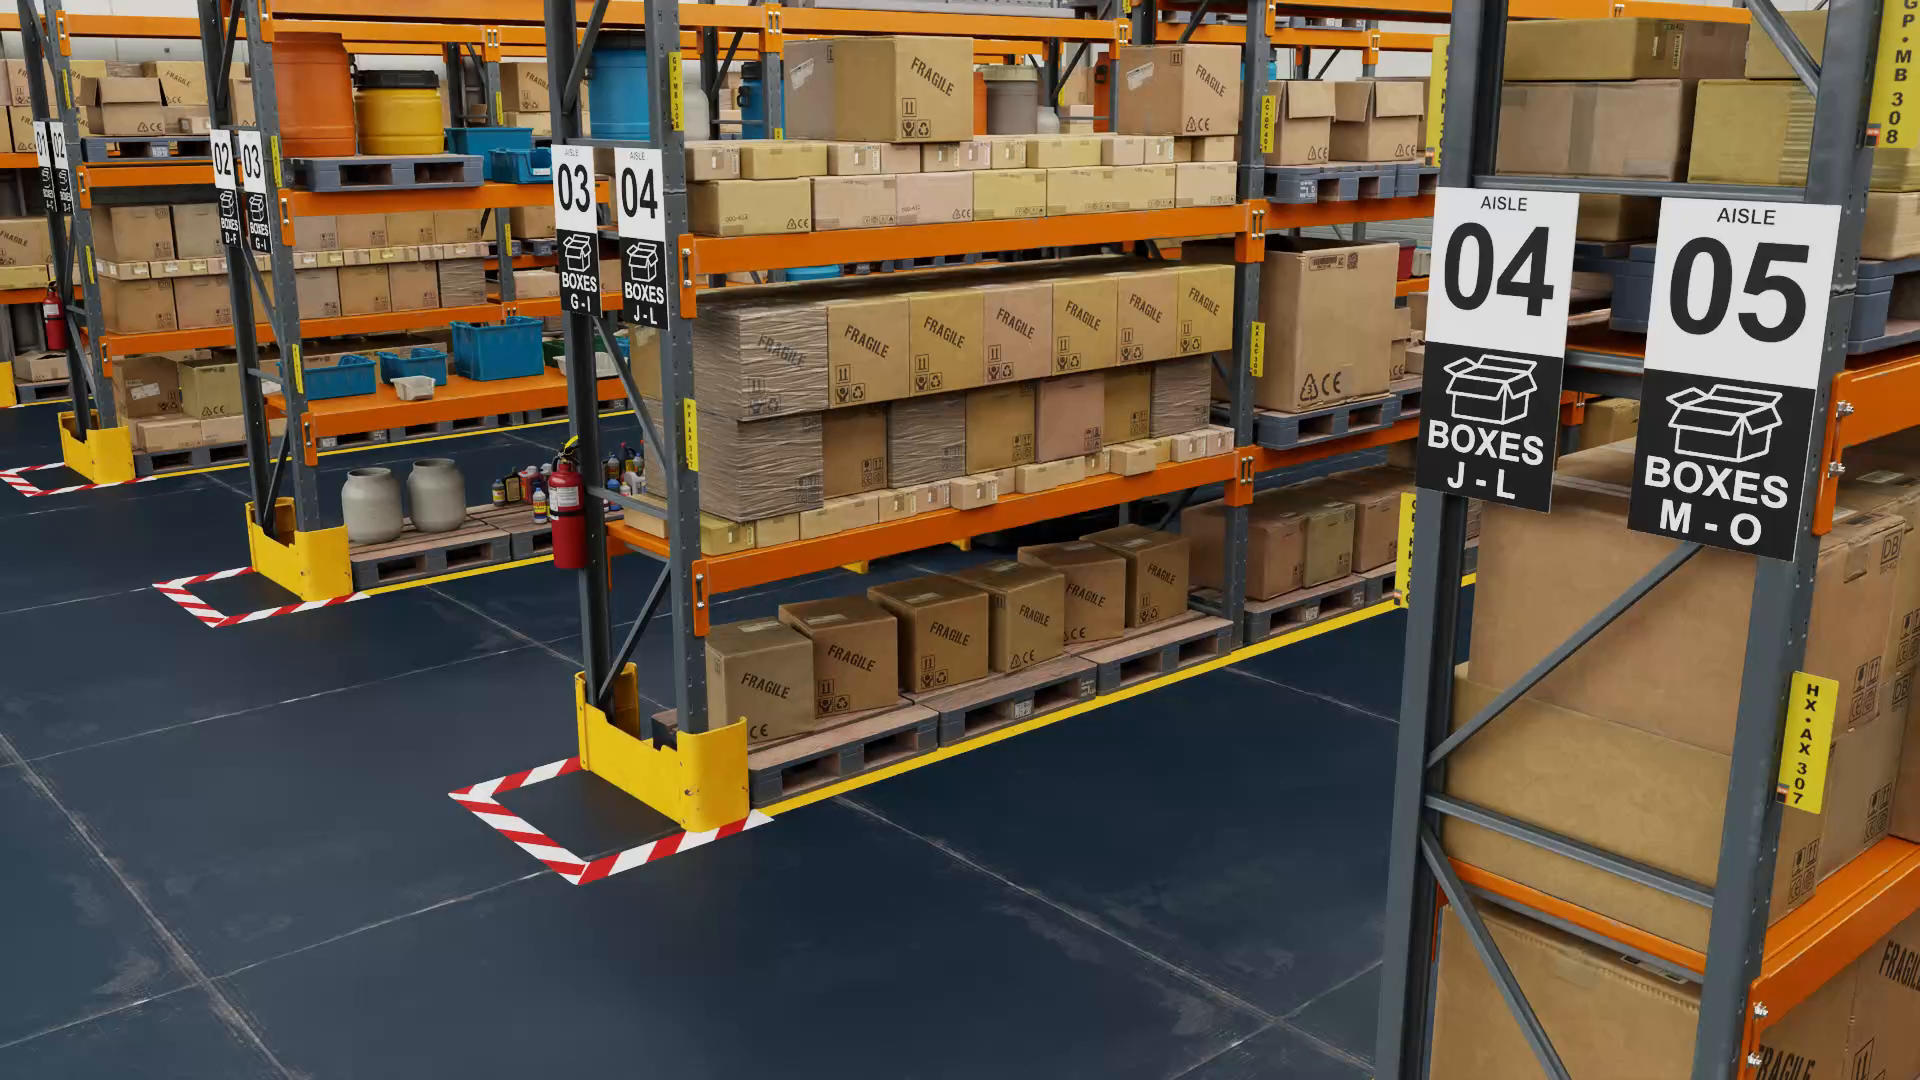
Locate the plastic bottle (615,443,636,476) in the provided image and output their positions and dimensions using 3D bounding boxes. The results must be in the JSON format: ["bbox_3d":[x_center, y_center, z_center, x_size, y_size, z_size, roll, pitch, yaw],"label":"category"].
[{"bbox_3d":[-2.836,-0.653,14.161,0.185,0.351,0.144,-14,20,-42],"label":"plastic bottle"}]

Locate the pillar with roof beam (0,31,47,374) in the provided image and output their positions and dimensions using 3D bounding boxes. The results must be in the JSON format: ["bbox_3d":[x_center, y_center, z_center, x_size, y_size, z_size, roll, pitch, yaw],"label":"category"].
[{"bbox_3d":[-8.547,-5.406,16.052,0.400,9.000,9.100,-13,19,-39],"label":"pillar with roof beam"}]

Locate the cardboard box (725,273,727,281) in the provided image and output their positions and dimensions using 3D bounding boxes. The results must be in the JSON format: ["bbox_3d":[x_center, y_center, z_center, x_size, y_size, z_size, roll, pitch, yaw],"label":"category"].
[{"bbox_3d":[-2.846,-3.294,19.940,0.500,0.311,0.500,-13,20,-40],"label":"cardboard box"}]

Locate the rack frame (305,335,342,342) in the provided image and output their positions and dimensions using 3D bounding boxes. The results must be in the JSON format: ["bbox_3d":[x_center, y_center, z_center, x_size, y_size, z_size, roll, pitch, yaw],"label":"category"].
[{"bbox_3d":[-8.316,-3.736,21.426,0.127,3.000,1.000,-13,19,-39],"label":"rack frame"}]

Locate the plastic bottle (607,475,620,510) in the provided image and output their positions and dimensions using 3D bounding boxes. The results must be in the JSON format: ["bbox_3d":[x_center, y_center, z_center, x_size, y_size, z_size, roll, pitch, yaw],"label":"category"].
[{"bbox_3d":[-2.771,-0.380,13.296,0.097,0.271,0.097,0,15,0],"label":"plastic bottle"}]

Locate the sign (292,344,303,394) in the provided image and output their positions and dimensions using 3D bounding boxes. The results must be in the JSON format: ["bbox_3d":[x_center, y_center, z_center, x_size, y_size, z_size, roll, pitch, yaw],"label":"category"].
[{"bbox_3d":[-4.472,-1.156,11.229,0.005,0.325,0.100,-13,19,-39],"label":"sign"}]

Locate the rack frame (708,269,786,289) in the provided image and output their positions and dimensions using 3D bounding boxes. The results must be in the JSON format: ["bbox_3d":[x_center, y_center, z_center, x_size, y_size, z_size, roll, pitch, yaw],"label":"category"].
[{"bbox_3d":[-1.813,-1.808,14.205,0.127,3.000,1.000,-13,19,-39],"label":"rack frame"}]

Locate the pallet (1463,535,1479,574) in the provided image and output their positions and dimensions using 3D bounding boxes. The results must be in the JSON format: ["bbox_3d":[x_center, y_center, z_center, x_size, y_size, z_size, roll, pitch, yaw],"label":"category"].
[{"bbox_3d":[3.866,-0.042,12.998,1.213,0.211,1.003,-13,19,-39],"label":"pallet"}]

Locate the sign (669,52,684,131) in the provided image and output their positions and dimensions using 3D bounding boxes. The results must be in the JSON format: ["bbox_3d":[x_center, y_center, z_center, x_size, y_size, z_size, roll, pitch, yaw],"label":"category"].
[{"bbox_3d":[-1.223,-1.932,7.164,0.005,0.325,0.100,-13,19,-39],"label":"sign"}]

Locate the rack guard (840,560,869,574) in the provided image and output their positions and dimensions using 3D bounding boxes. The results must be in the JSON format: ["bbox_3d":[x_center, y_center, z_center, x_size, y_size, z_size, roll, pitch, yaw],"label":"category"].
[{"bbox_3d":[-0.890,0.070,12.504,0.087,0.250,0.587,-12,19,-38],"label":"rack guard"}]

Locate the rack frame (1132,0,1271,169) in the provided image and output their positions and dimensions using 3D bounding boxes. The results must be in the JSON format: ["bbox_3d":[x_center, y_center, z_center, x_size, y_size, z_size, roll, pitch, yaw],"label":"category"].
[{"bbox_3d":[1.439,-3.742,9.821,0.127,3.000,1.000,-13,19,-39],"label":"rack frame"}]

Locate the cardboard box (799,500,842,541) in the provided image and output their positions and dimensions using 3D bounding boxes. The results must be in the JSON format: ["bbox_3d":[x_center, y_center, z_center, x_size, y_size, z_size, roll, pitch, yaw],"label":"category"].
[{"bbox_3d":[-0.808,-0.124,8.390,0.250,0.149,0.380,-13,19,-39],"label":"cardboard box"}]

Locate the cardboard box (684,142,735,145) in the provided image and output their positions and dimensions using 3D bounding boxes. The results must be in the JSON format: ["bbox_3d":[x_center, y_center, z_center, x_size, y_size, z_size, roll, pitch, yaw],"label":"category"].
[{"bbox_3d":[-1.301,-1.864,8.123,0.250,0.149,0.380,-13,20,-41],"label":"cardboard box"}]

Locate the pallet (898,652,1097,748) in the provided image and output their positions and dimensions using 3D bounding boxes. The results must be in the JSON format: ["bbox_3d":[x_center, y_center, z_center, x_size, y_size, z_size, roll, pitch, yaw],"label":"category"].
[{"bbox_3d":[0.034,0.832,9.726,1.213,0.211,1.003,-13,19,-39],"label":"pallet"}]

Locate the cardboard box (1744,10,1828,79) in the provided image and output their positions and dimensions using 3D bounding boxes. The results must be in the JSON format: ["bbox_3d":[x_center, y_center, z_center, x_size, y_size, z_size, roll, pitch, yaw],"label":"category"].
[{"bbox_3d":[2.061,-1.142,3.835,0.250,0.149,0.380,-12,19,-39],"label":"cardboard box"}]

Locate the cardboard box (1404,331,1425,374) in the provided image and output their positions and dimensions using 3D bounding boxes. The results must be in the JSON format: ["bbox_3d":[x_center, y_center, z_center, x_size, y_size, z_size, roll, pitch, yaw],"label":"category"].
[{"bbox_3d":[3.375,-1.324,11.841,0.258,0.266,0.396,-13,20,-41],"label":"cardboard box"}]

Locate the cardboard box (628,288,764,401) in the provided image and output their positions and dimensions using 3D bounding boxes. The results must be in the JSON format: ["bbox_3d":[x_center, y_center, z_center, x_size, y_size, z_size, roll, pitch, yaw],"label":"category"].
[{"bbox_3d":[-1.326,-0.982,8.407,0.500,0.500,0.500,-13,19,-39],"label":"cardboard box"}]

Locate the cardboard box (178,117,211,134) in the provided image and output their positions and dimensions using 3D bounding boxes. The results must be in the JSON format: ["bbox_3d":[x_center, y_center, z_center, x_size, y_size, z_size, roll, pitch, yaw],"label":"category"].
[{"bbox_3d":[-7.076,-3.858,15.472,0.250,0.149,0.380,-13,19,-39],"label":"cardboard box"}]

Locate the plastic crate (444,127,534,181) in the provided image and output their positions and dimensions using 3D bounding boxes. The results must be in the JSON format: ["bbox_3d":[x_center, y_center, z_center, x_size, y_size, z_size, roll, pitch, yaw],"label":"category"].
[{"bbox_3d":[-3.589,-2.953,12.712,0.575,0.384,0.392,-13,19,-39],"label":"plastic crate"}]

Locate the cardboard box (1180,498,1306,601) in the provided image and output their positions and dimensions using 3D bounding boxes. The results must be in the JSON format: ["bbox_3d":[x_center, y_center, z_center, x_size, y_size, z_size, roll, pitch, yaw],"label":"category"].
[{"bbox_3d":[1.916,0.052,11.235,0.700,0.500,0.500,14,21,43],"label":"cardboard box"}]

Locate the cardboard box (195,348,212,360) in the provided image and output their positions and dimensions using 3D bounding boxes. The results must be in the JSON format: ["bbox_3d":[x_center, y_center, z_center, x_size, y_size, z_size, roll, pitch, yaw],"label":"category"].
[{"bbox_3d":[-9.536,-2.305,20.737,0.380,0.149,0.250,14,20,42],"label":"cardboard box"}]

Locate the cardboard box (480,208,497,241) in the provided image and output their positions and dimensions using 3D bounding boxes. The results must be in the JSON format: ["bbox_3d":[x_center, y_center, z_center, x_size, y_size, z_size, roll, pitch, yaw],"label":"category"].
[{"bbox_3d":[-6.572,-4.378,22.781,0.500,0.500,0.700,-13,19,-39],"label":"cardboard box"}]

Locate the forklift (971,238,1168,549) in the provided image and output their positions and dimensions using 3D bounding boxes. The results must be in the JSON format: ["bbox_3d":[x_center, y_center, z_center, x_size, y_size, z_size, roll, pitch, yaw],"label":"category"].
[{"bbox_3d":[1.107,-1.637,13.699,3.031,2.935,1.130,-12,19,-38],"label":"forklift"}]

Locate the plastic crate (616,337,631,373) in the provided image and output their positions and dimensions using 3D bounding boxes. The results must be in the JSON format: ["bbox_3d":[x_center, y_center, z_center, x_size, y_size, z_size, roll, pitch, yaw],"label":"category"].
[{"bbox_3d":[-2.469,-1.496,13.325,0.616,0.251,0.499,-13,19,-39],"label":"plastic crate"}]

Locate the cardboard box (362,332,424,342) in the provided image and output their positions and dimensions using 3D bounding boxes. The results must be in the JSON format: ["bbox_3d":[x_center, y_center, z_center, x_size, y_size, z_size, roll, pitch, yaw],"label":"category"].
[{"bbox_3d":[-5.989,-1.906,17.633,0.500,0.500,0.500,-13,19,-39],"label":"cardboard box"}]

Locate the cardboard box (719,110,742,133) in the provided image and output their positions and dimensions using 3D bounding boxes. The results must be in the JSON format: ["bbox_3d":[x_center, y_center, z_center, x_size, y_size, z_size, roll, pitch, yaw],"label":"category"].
[{"bbox_3d":[-2.733,-4.850,19.258,0.500,0.250,0.500,-12,19,-38],"label":"cardboard box"}]

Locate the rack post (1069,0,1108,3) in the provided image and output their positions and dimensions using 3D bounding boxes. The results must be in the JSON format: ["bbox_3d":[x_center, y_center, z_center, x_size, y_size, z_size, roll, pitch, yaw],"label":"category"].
[{"bbox_3d":[1.724,-5.478,16.467,0.937,0.300,0.954,-13,19,-39],"label":"rack post"}]

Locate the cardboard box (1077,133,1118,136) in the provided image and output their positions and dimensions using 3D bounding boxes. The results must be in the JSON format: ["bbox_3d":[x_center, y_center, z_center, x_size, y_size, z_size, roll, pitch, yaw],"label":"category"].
[{"bbox_3d":[0.835,-2.359,9.976,0.250,0.149,0.380,-14,20,-42],"label":"cardboard box"}]

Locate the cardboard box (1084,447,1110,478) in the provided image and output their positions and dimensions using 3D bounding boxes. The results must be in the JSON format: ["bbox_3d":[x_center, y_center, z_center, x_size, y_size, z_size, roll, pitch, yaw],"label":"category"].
[{"bbox_3d":[0.656,-0.477,9.709,0.250,0.149,0.380,-13,19,-39],"label":"cardboard box"}]

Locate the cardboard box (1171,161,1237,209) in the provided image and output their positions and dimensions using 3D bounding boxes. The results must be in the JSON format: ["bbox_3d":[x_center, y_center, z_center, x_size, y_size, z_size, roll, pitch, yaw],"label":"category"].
[{"bbox_3d":[1.266,-2.092,9.748,0.500,0.250,0.500,-12,19,-37],"label":"cardboard box"}]

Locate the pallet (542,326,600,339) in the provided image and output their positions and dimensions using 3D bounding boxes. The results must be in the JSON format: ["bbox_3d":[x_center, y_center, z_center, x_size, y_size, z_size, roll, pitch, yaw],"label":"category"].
[{"bbox_3d":[-5.889,-2.935,23.828,1.213,0.211,1.003,-13,19,-39],"label":"pallet"}]

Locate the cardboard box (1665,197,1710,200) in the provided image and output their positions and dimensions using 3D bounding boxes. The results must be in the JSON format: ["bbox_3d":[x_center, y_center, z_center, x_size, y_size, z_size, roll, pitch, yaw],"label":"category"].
[{"bbox_3d":[1.820,-0.927,4.575,0.250,0.149,0.380,-12,19,-39],"label":"cardboard box"}]

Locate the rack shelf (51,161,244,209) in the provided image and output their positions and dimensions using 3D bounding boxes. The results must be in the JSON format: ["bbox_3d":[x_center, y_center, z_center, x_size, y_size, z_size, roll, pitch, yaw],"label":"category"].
[{"bbox_3d":[-6.570,-3.536,16.255,4.000,0.370,1.077,-13,19,-39],"label":"rack shelf"}]

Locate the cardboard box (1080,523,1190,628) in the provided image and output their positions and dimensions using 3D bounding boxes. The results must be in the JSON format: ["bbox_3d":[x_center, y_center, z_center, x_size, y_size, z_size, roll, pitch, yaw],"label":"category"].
[{"bbox_3d":[1.111,0.221,10.639,0.500,0.500,0.500,-13,20,-41],"label":"cardboard box"}]

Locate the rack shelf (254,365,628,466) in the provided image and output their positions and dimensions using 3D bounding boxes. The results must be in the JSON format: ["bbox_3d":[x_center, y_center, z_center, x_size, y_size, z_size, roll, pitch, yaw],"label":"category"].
[{"bbox_3d":[-3.321,-1.121,13.030,4.000,0.370,1.077,-13,19,-39],"label":"rack shelf"}]

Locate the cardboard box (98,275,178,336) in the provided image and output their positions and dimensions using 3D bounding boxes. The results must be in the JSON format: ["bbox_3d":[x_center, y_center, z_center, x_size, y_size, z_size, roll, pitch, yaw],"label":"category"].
[{"bbox_3d":[-7.718,-2.220,15.555,0.500,0.500,0.700,-13,19,-39],"label":"cardboard box"}]

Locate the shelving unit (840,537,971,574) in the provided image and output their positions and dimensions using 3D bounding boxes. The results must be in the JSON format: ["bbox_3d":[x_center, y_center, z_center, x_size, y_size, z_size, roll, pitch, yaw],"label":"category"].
[{"bbox_3d":[-0.508,-0.616,12.651,1.083,1.500,0.587,-12,19,-38],"label":"shelving unit"}]

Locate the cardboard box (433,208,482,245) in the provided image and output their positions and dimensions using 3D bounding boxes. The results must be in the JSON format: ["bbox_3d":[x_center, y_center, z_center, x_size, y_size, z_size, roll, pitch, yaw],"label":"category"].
[{"bbox_3d":[-5.392,-3.371,17.352,0.500,0.500,0.700,-13,19,-39],"label":"cardboard box"}]

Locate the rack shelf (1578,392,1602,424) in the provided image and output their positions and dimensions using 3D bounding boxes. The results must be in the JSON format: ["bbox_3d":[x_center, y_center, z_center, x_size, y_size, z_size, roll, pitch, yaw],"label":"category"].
[{"bbox_3d":[5.965,-1.512,14.494,4.000,0.370,1.077,-13,19,-39],"label":"rack shelf"}]

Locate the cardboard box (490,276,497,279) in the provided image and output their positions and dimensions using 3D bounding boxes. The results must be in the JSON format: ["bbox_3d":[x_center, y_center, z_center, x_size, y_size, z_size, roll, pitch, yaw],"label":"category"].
[{"bbox_3d":[-6.279,-3.565,23.321,0.500,0.250,0.500,-12,19,-38],"label":"cardboard box"}]

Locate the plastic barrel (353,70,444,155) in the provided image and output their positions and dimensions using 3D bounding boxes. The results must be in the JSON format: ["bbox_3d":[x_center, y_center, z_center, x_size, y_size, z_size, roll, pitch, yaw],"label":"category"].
[{"bbox_3d":[-4.054,-3.091,12.019,0.600,0.588,0.600,0,15,0],"label":"plastic barrel"}]

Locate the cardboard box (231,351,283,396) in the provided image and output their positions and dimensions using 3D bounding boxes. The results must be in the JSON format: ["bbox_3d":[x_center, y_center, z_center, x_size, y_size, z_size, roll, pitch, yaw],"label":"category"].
[{"bbox_3d":[-6.784,-1.552,16.308,0.500,0.500,0.500,-13,19,-39],"label":"cardboard box"}]

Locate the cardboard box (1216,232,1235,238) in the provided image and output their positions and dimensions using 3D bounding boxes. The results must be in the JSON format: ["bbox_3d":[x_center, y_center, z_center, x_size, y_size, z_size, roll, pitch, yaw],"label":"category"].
[{"bbox_3d":[3.832,-4.725,24.933,0.500,0.500,0.500,-12,19,-38],"label":"cardboard box"}]

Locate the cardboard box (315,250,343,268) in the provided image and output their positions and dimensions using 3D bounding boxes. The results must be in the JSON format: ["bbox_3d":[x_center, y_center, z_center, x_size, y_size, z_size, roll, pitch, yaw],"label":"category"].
[{"bbox_3d":[-6.283,-2.786,16.418,0.250,0.149,0.380,-12,19,-38],"label":"cardboard box"}]

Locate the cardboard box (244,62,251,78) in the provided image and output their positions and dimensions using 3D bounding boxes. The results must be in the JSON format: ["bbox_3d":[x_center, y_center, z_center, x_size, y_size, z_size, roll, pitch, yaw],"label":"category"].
[{"bbox_3d":[-8.516,-5.589,20.379,0.500,0.500,0.500,14,20,42],"label":"cardboard box"}]

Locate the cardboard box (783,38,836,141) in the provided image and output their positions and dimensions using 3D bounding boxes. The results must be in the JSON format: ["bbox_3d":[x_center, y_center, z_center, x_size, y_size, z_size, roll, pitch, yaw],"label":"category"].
[{"bbox_3d":[-0.576,-2.361,8.723,0.500,0.500,0.500,-13,19,-39],"label":"cardboard box"}]

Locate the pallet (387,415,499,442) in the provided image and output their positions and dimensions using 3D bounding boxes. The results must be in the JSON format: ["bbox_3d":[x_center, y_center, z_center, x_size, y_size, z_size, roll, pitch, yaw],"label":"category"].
[{"bbox_3d":[-5.689,-1.299,17.704,1.213,0.211,1.003,-13,19,-39],"label":"pallet"}]

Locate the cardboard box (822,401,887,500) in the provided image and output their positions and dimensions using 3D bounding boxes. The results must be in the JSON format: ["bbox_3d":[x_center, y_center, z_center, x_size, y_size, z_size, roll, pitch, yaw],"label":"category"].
[{"bbox_3d":[-0.848,-0.554,8.741,0.500,0.500,0.875,-13,19,-39],"label":"cardboard box"}]

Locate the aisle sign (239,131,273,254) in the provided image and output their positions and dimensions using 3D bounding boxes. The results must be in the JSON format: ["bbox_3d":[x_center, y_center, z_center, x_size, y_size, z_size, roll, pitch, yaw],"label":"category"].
[{"bbox_3d":[-4.692,-2.317,11.074,0.004,0.787,0.394,-13,19,-39],"label":"aisle sign"}]

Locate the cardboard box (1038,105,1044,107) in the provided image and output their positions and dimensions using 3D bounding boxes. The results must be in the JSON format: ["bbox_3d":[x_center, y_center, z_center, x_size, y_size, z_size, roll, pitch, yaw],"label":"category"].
[{"bbox_3d":[1.162,-5.881,22.966,0.500,0.250,0.500,-13,19,-39],"label":"cardboard box"}]

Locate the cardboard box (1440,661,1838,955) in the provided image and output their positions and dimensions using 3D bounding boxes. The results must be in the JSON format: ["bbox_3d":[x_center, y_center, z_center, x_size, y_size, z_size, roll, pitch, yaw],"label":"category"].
[{"bbox_3d":[1.851,0.673,4.629,0.550,0.550,0.875,-13,19,-39],"label":"cardboard box"}]

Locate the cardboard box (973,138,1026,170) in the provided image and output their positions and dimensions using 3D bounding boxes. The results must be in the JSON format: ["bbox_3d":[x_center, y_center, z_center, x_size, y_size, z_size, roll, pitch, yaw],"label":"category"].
[{"bbox_3d":[0.131,-2.049,8.813,0.250,0.149,0.380,-14,20,-41],"label":"cardboard box"}]

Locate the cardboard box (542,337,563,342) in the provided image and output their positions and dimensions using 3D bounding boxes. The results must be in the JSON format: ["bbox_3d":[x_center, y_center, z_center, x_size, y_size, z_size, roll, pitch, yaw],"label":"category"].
[{"bbox_3d":[-4.556,-2.132,18.847,0.500,0.311,0.500,-12,19,-38],"label":"cardboard box"}]

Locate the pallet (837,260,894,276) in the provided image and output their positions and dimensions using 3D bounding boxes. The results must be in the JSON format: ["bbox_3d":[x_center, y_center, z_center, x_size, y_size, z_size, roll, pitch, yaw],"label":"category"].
[{"bbox_3d":[-1.579,-3.486,20.861,1.003,0.211,1.213,-13,19,-39],"label":"pallet"}]

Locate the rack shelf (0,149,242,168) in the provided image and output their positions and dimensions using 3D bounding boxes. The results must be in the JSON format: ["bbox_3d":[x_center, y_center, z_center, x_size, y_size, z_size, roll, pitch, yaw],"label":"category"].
[{"bbox_3d":[-9.825,-4.499,19.863,4.000,0.370,1.077,-13,19,-39],"label":"rack shelf"}]

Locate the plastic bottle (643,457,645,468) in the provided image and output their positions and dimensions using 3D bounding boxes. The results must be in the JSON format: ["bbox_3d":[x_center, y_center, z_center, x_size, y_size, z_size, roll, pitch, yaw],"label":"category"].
[{"bbox_3d":[-2.599,-0.657,14.176,0.185,0.351,0.144,-13,19,-39],"label":"plastic bottle"}]
